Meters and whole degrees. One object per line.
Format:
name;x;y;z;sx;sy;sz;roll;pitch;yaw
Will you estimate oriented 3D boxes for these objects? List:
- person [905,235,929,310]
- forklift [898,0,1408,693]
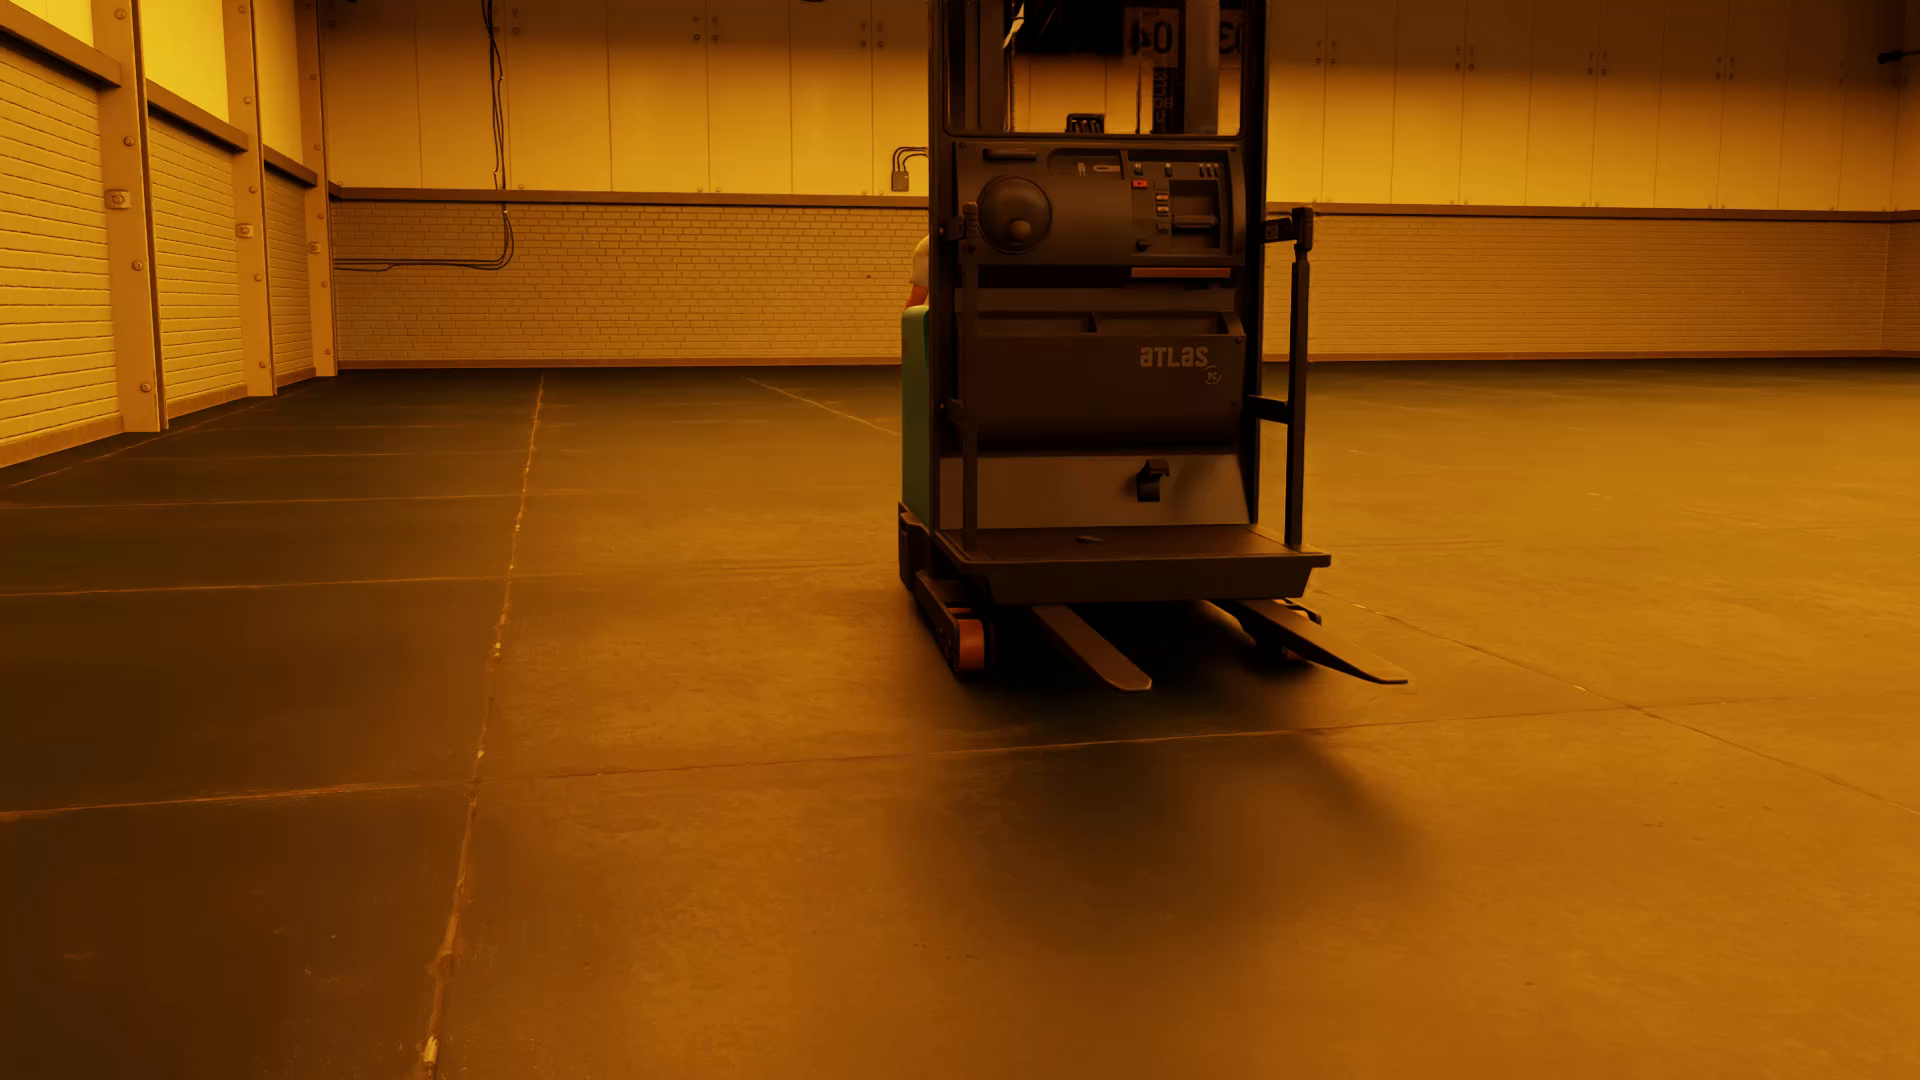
person;-0.004;-0.842;7.664;0.550;1.664;0.549;-2;8;-13
forklift;0.479;-1.110;5.065;1.130;2.935;3.031;-1;8;-8
